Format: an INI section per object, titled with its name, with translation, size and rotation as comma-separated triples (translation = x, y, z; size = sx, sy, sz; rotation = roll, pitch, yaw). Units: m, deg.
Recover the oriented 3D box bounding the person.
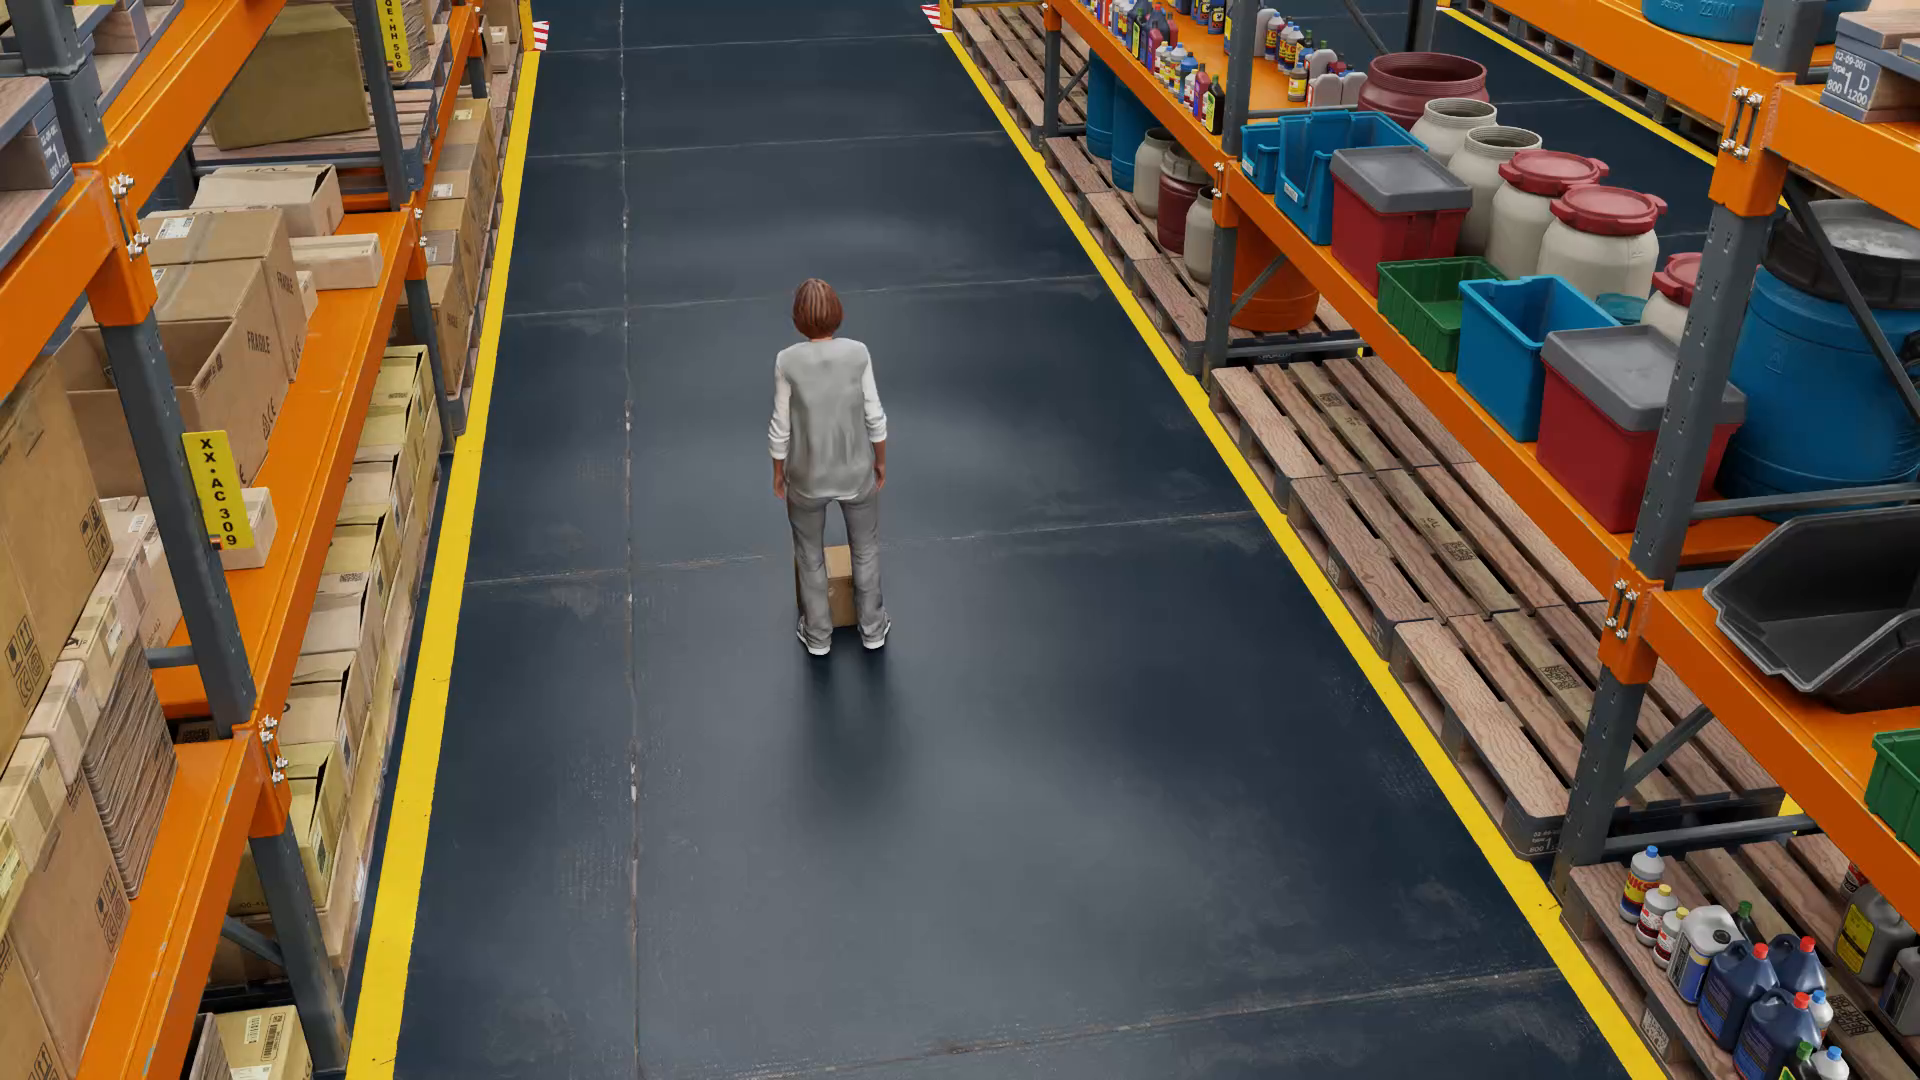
[person]
translation = -0.512, -0.254, 6.564
size = 0.464, 1.593, 0.347
rotation = -6, 32, -9
